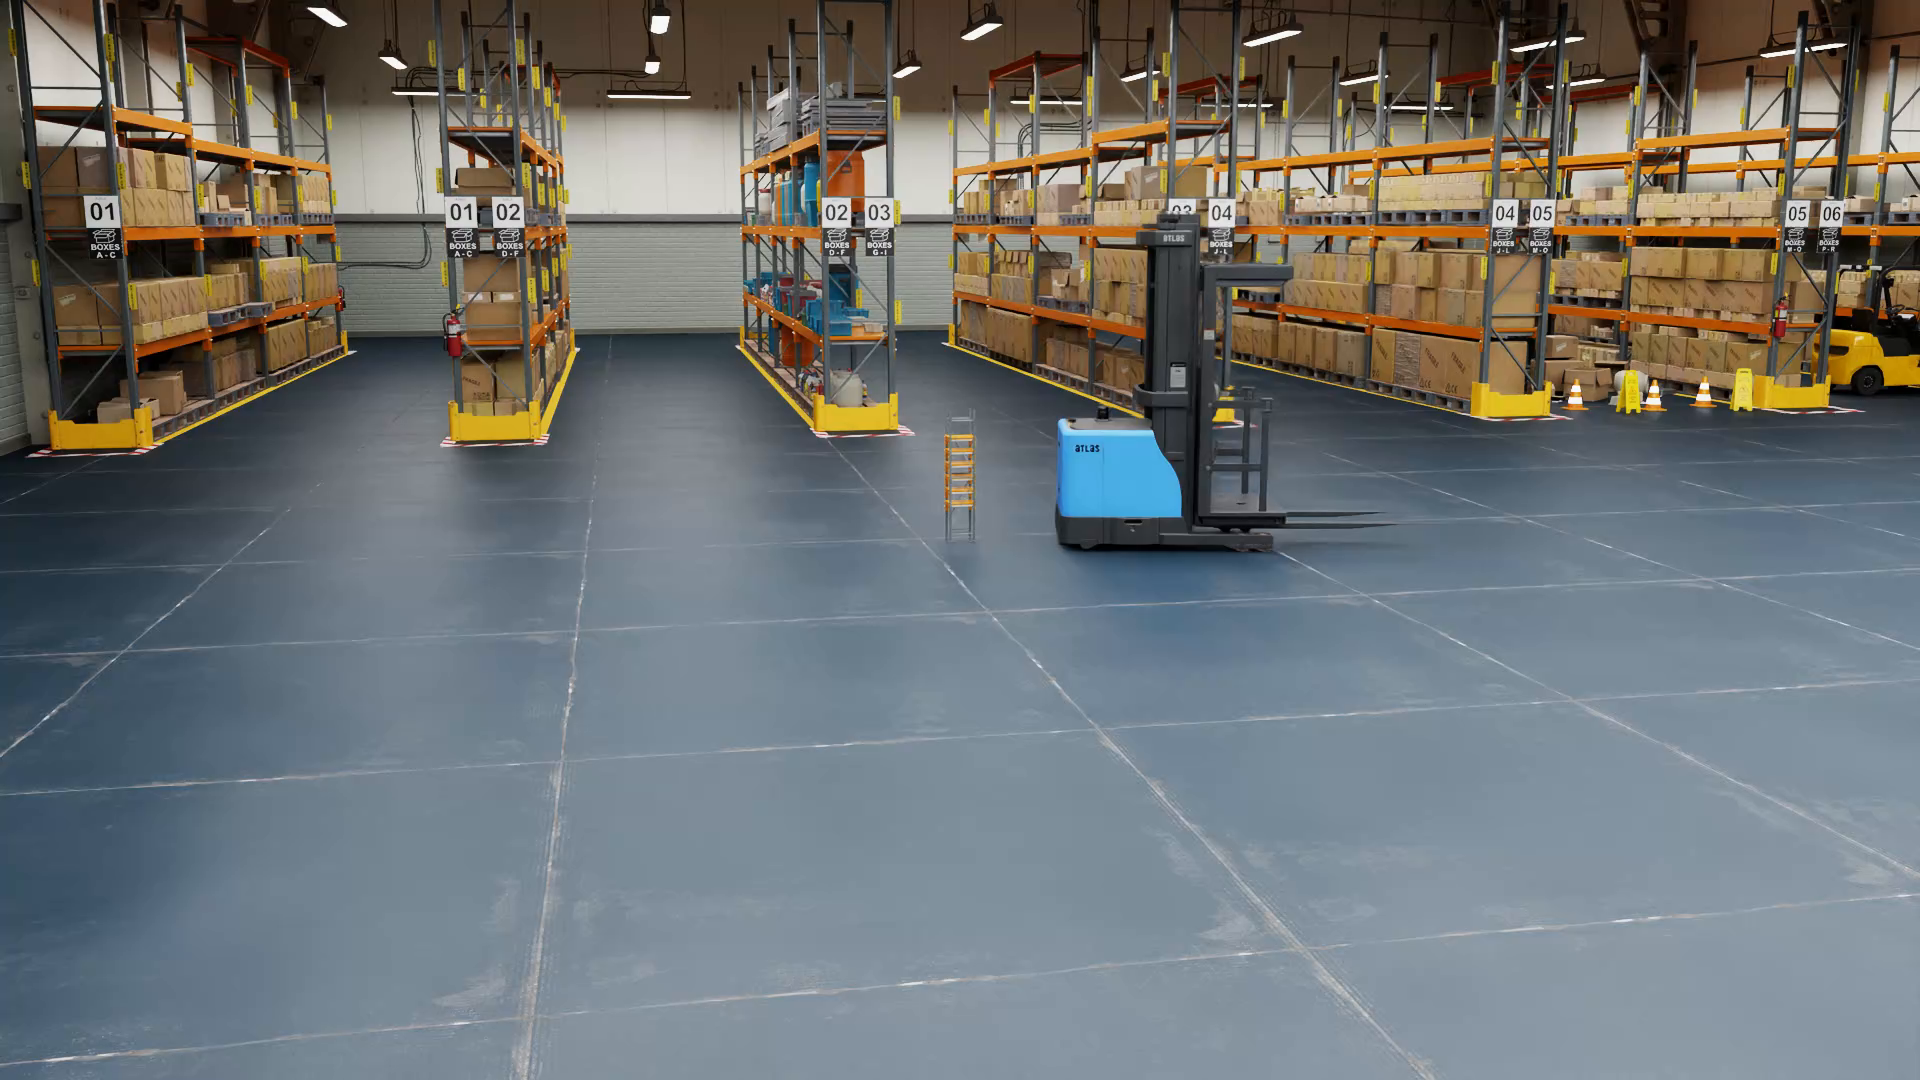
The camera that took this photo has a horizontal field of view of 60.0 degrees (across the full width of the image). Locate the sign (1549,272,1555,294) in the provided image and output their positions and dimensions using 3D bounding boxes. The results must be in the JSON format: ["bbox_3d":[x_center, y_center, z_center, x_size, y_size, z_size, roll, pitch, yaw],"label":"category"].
[{"bbox_3d":[8.878,-3.857,24.966,0.100,0.325,0.005,-2,11,-11],"label":"sign"}]

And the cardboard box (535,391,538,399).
[{"bbox_3d":[-6.354,-1.998,23.955,0.500,0.250,0.500,-2,11,-11],"label":"cardboard box"}]

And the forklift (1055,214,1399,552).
[{"bbox_3d":[2.405,-1.431,14.929,3.031,2.935,1.130,0,11,0],"label":"forklift"}]

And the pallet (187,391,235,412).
[{"bbox_3d":[-12.060,-2.178,26.129,1.003,0.211,1.213,-2,11,-11],"label":"pallet"}]

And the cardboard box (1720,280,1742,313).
[{"bbox_3d":[12.699,-3.949,26.914,0.500,0.500,0.500,-2,11,-11],"label":"cardboard box"}]

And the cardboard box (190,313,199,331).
[{"bbox_3d":[-11.429,-3.174,24.251,0.500,0.250,0.500,-2,11,-11],"label":"cardboard box"}]

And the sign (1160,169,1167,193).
[{"bbox_3d":[2.899,-5.104,23.654,0.100,0.325,0.005,-2,11,-11],"label":"sign"}]

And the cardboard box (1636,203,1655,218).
[{"bbox_3d":[12.207,-5.761,29.081,0.500,0.250,0.500,-2,11,-12],"label":"cardboard box"}]

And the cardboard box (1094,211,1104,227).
[{"bbox_3d":[2.506,-5.254,27.209,0.500,0.250,0.500,-3,11,-13],"label":"cardboard box"}]

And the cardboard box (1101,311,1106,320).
[{"bbox_3d":[2.528,-3.681,27.238,0.380,0.149,0.250,-2,11,-11],"label":"cardboard box"}]

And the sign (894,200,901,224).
[{"bbox_3d":[-0.871,-4.529,22.977,0.100,0.325,0.005,-2,11,-11],"label":"sign"}]

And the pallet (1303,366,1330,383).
[{"bbox_3d":[7.090,-3.101,30.976,1.003,0.211,1.213,-2,11,-11],"label":"pallet"}]

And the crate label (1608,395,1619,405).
[{"bbox_3d":[10.583,-2.237,26.639,0.250,0.136,0.298,-9,14,-40],"label":"crate label"}]

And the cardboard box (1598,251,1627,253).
[{"bbox_3d":[15.674,-6.678,39.914,0.500,0.500,0.500,-2,11,-13],"label":"cardboard box"}]

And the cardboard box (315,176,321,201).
[{"bbox_3d":[-13.634,-7.318,34.658,0.500,0.500,0.500,-3,11,-14],"label":"cardboard box"}]

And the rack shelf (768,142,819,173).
[{"bbox_3d":[-2.578,-6.530,28.483,1.077,0.370,4.000,-2,11,-11],"label":"rack shelf"}]

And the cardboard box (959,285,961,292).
[{"bbox_3d":[0.182,-5.852,38.646,0.380,0.149,0.250,-2,11,-12],"label":"cardboard box"}]

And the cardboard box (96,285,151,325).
[{"bbox_3d":[-10.927,-3.075,21.724,0.500,0.500,0.500,-2,11,-11],"label":"cardboard box"}]

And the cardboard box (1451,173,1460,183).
[{"bbox_3d":[7.785,-5.561,25.571,0.380,0.149,0.250,-2,11,-10],"label":"cardboard box"}]

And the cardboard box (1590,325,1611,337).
[{"bbox_3d":[15.236,-4.975,39.553,0.396,0.266,0.258,-2,11,-9],"label":"cardboard box"}]

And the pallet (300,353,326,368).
[{"bbox_3d":[-13.534,-3.645,33.836,1.003,0.211,1.213,-2,11,-11],"label":"pallet"}]

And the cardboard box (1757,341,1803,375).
[{"bbox_3d":[13.277,-2.959,26.998,0.500,0.500,0.500,-3,11,-13],"label":"cardboard box"}]

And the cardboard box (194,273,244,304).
[{"bbox_3d":[-12.448,-4.217,27.938,0.700,0.500,0.500,-3,11,-16],"label":"cardboard box"}]

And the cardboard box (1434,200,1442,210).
[{"bbox_3d":[7.689,-5.261,26.128,0.380,0.149,0.250,-2,11,-11],"label":"cardboard box"}]

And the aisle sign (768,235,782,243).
[{"bbox_3d":[-4.250,-7.267,38.457,0.394,0.787,0.004,-2,11,-11],"label":"aisle sign"}]

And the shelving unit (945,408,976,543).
[{"bbox_3d":[0.003,-0.587,15.124,0.258,1.200,0.189,-2,11,-11],"label":"shelving unit"}]

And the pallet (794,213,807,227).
[{"bbox_3d":[-1.953,-5.018,26.072,1.213,0.211,1.003,-2,11,-11],"label":"pallet"}]

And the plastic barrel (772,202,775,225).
[{"bbox_3d":[-3.207,-5.960,30.217,0.421,0.512,0.421,0,11,0],"label":"plastic barrel"}]

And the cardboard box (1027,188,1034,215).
[{"bbox_3d":[1.702,-6.519,32.057,0.797,0.503,0.637,-1,11,-8],"label":"cardboard box"}]

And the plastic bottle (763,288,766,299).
[{"bbox_3d":[-3.919,-4.930,33.441,0.061,0.283,0.133,-2,11,-11],"label":"plastic bottle"}]

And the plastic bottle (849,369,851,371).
[{"bbox_3d":[-1.744,-2.538,26.468,0.144,0.351,0.185,-3,11,-14],"label":"plastic bottle"}]

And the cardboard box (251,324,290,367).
[{"bbox_3d":[-12.863,-3.590,30.714,0.750,0.750,0.750,-2,11,-11],"label":"cardboard box"}]

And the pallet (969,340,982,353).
[{"bbox_3d":[0.802,-4.410,37.853,1.003,0.211,1.213,-2,11,-11],"label":"pallet"}]

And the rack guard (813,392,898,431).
[{"bbox_3d":[-1.472,-1.816,23.455,1.175,0.500,0.348,-2,11,-11],"label":"rack guard"}]

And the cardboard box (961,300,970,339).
[{"bbox_3d":[0.538,-5.195,39.079,0.875,0.875,0.875,-2,11,-11],"label":"cardboard box"}]

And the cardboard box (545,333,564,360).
[{"bbox_3d":[-8.042,-3.779,32.588,0.500,0.500,0.500,-2,11,-10],"label":"cardboard box"}]

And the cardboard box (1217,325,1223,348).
[{"bbox_3d":[5.882,-4.408,35.949,0.500,0.500,0.500,-2,11,-9],"label":"cardboard box"}]

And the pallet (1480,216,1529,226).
[{"bbox_3d":[11.435,-6.537,34.053,1.213,0.211,1.003,-2,11,-8],"label":"pallet"}]

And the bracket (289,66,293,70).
[{"bbox_3d":[-14.681,-10.246,35.390,0.076,0.066,4.783,-2,11,-11],"label":"bracket"}]

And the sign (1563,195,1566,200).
[{"bbox_3d":[12.145,-6.787,33.479,0.100,0.325,0.005,-2,11,-11],"label":"sign"}]

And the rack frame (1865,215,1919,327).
[{"bbox_3d":[17.258,-4.487,30.803,1.000,3.000,0.127,-2,11,-11],"label":"rack frame"}]

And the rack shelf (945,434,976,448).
[{"bbox_3d":[0.003,-0.897,15.065,0.258,0.103,0.180,-2,11,-11],"label":"rack shelf"}]

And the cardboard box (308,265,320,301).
[{"bbox_3d":[-13.689,-5.254,34.030,0.980,0.700,0.700,-2,11,-12],"label":"cardboard box"}]

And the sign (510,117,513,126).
[{"bbox_3d":[-9.915,-9.212,36.873,0.100,0.325,0.005,-2,11,-11],"label":"sign"}]

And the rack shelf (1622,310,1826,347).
[{"bbox_3d":[12.779,-3.586,27.991,1.077,0.370,4.000,-2,11,-11],"label":"rack shelf"}]

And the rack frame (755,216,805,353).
[{"bbox_3d":[-3.745,-5.233,34.721,1.000,3.000,0.127,-2,11,-11],"label":"rack frame"}]

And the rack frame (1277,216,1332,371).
[{"bbox_3d":[6.776,-4.841,32.663,1.000,3.000,0.127,-2,11,-11],"label":"rack frame"}]

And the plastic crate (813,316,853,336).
[{"bbox_3d":[-1.802,-3.040,23.596,0.499,0.251,0.616,-2,11,-11],"label":"plastic crate"}]

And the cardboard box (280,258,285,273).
[{"bbox_3d":[-12.832,-5.089,30.840,0.500,0.250,0.500,-2,11,-12],"label":"cardboard box"}]

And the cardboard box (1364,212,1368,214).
[{"bbox_3d":[10.232,-8.083,40.683,0.500,0.250,0.500,-3,11,-16],"label":"cardboard box"}]

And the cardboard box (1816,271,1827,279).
[{"bbox_3d":[16.740,-5.097,32.004,0.380,0.149,0.250,-2,11,-12],"label":"cardboard box"}]

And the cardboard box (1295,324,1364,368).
[{"bbox_3d":[6.980,-3.667,31.388,1.050,0.750,0.750,-2,11,-10],"label":"cardboard box"}]

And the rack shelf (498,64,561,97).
[{"bbox_3d":[-8.993,-9.647,34.901,1.077,0.370,4.000,-2,11,-11],"label":"rack shelf"}]
